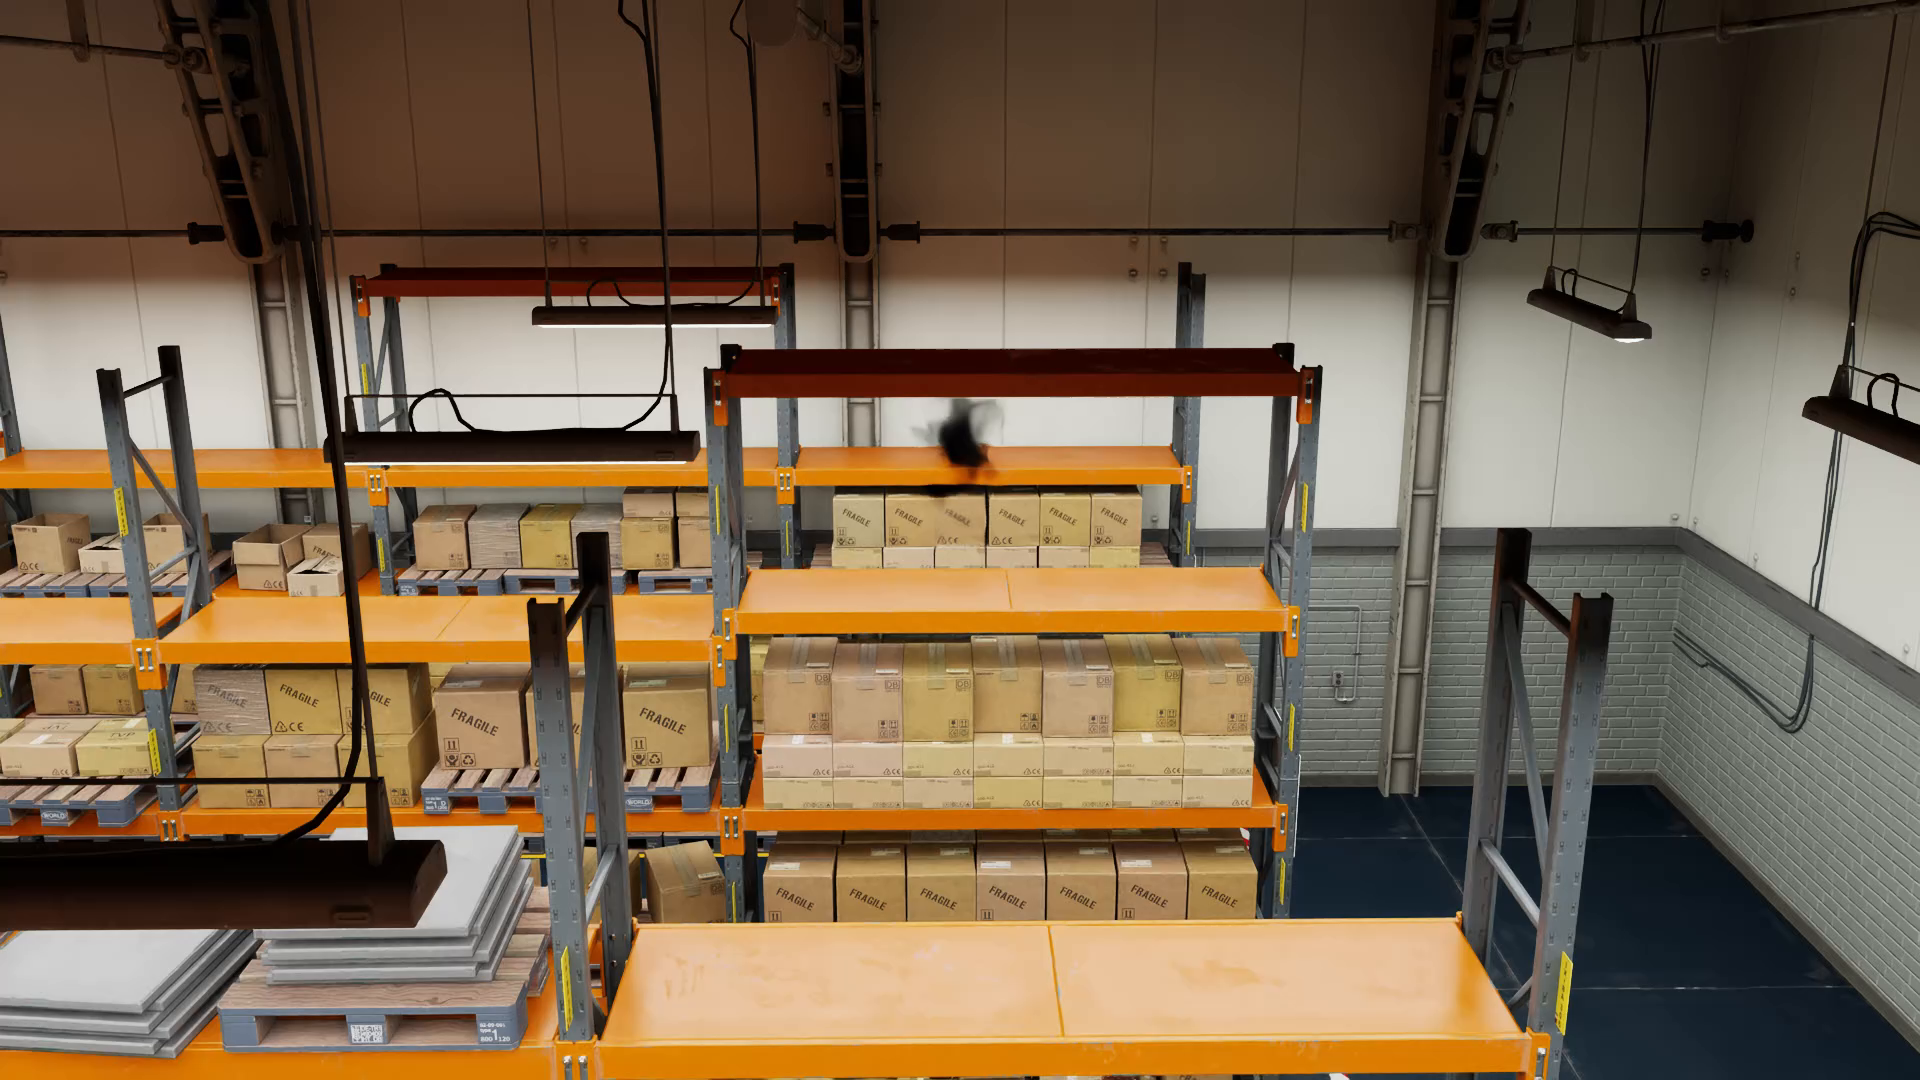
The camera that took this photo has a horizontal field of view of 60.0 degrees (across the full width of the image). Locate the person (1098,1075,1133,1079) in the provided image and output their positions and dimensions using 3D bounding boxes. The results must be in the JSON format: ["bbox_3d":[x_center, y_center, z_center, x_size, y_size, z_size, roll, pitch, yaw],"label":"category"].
[{"bbox_3d":[1.068,4.205,11.198,0.769,1.613,0.495,-2,16,-8],"label":"person"}]
